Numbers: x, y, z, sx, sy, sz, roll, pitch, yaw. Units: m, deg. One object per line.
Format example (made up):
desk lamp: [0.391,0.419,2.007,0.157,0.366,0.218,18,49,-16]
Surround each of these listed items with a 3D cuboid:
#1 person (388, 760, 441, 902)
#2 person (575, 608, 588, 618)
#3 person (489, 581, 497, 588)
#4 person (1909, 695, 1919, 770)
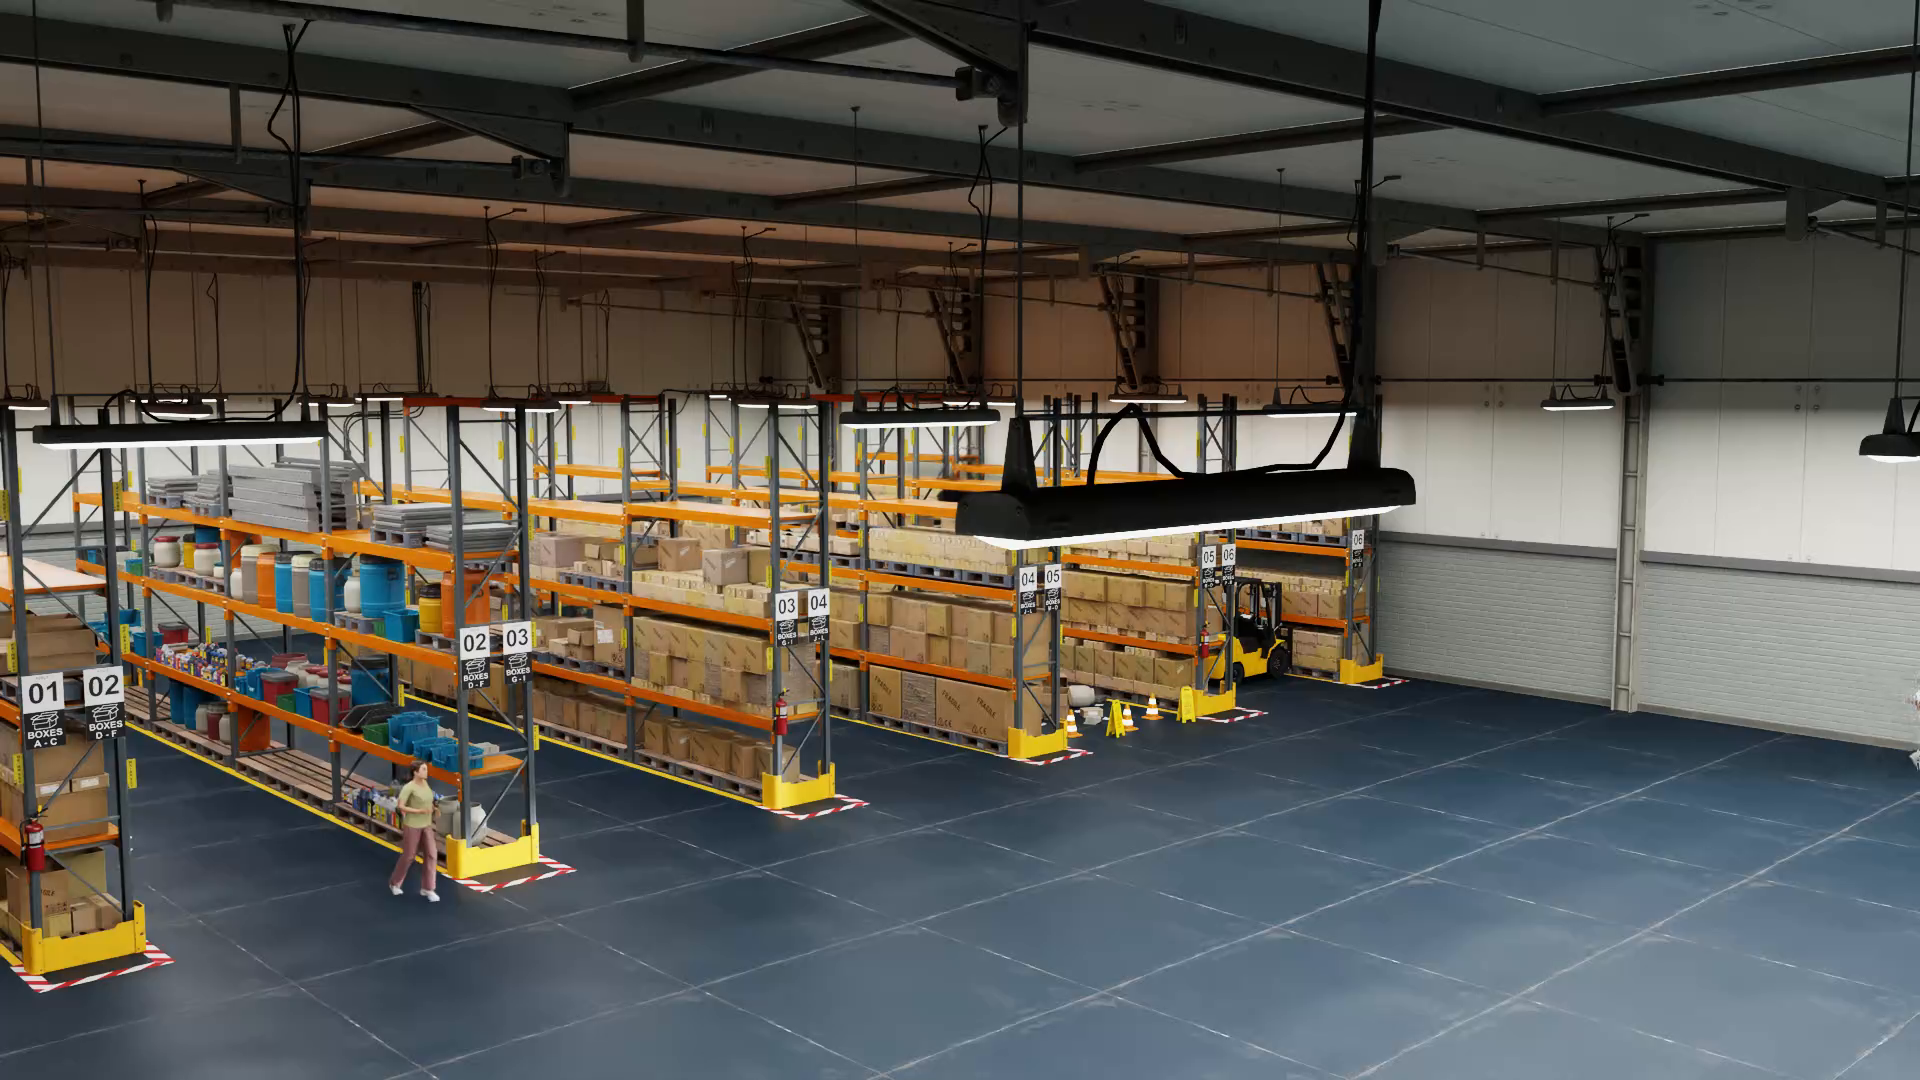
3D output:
person: [-6.594,3.531,20.366,0.770,1.676,0.634,3,6,26]
person: [-7.490,2.263,33.093,0.761,1.854,0.634,4,7,38]
person: [-11.031,1.762,39.003,0.622,1.602,0.580,0,6,4]
person: [15.518,2.941,26.456,0.851,1.692,0.579,0,6,-2]
